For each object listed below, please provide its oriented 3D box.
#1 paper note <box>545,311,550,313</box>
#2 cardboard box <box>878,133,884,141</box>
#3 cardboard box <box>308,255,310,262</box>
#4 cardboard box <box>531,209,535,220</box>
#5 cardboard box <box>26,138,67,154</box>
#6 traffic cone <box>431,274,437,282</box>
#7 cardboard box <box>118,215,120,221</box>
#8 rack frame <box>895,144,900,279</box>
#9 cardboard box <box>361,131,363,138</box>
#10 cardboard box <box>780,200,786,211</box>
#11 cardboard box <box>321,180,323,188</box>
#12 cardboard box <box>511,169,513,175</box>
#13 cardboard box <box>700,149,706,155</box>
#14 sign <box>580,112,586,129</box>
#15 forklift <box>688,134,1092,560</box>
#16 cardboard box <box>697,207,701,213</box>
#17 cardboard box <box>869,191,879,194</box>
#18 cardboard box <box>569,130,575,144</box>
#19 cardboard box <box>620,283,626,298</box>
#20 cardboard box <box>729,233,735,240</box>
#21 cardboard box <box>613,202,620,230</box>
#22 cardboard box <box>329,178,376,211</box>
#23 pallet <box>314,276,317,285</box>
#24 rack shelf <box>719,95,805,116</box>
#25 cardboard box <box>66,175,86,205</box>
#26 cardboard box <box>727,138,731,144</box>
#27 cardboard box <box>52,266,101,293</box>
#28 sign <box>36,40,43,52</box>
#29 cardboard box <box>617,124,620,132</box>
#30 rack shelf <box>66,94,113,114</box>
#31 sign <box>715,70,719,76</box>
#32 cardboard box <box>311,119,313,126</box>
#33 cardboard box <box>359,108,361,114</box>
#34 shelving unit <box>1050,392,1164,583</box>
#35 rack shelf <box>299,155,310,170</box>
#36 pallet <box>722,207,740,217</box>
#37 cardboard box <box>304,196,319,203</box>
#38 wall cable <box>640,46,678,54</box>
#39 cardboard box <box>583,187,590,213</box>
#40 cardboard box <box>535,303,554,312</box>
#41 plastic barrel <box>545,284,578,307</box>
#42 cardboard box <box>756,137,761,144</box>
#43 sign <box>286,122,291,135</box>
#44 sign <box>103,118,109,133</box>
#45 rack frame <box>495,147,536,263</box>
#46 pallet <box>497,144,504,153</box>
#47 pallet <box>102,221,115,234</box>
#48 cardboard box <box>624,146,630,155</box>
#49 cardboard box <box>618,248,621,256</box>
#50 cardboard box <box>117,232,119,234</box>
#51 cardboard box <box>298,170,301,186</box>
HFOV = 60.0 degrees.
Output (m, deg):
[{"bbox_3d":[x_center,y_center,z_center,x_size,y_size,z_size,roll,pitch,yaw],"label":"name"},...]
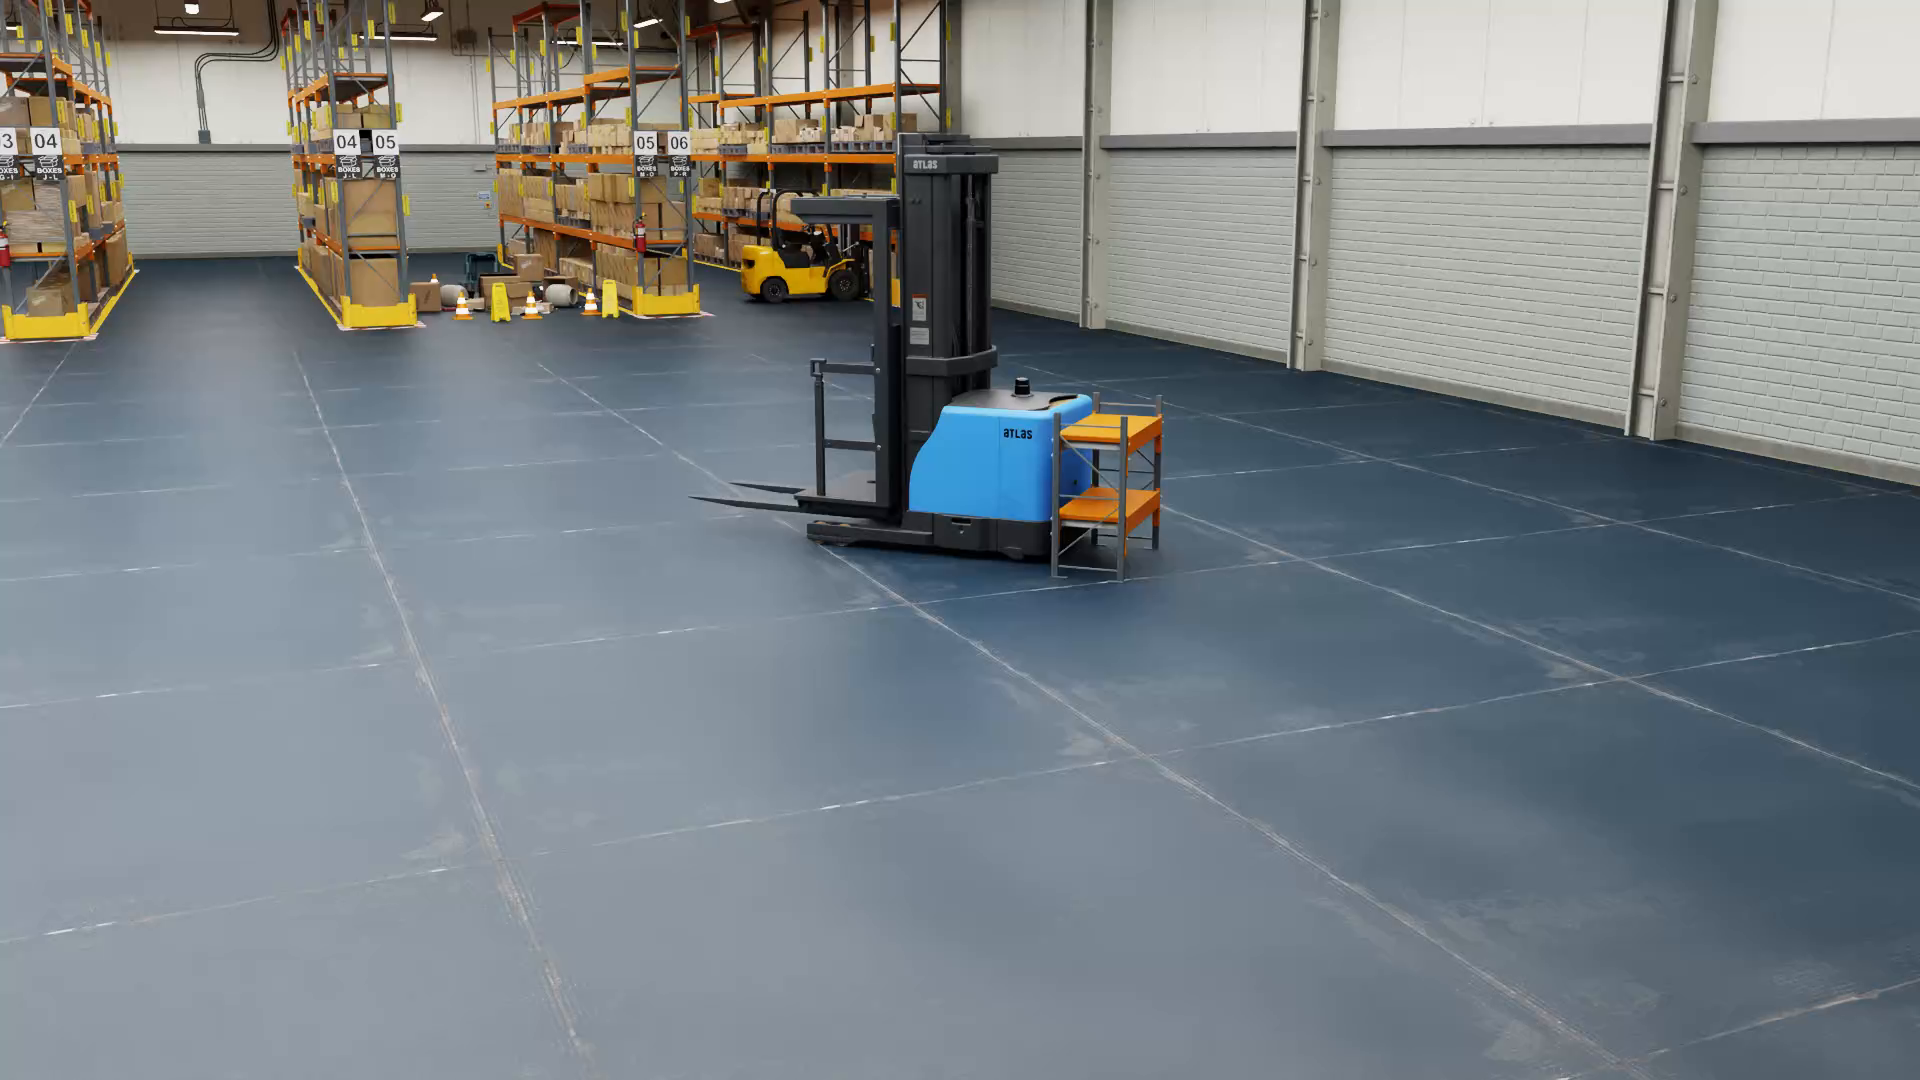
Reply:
[{"bbox_3d":[-7.487,-4.127,30.134,0.148,0.019,0.142,-12,18,-42],"label":"paper note"},{"bbox_3d":[-1.348,-7.743,31.925,0.380,0.149,0.250,-6,14,-25],"label":"cardboard box"},{"bbox_3d":[-15.004,-6.566,38.820,0.380,0.149,0.250,-5,14,-22],"label":"cardboard box"},{"bbox_3d":[-9.757,-7.635,39.040,0.500,0.250,0.500,-6,14,-23],"label":"cardboard box"},{"bbox_3d":[-14.320,-6.174,26.074,0.500,0.250,0.500,-5,14,-21],"label":"cardboard box"},{"bbox_3d":[-10.535,-5.094,33.353,0.336,0.463,0.334,-6,14,-23],"label":"traffic cone"},{"bbox_3d":[-19.505,-7.379,38.155,0.380,0.149,0.250,-5,14,-22],"label":"cardboard box"},{"bbox_3d":[-0.738,-6.007,31.672,1.000,3.000,0.127,-6,14,-23],"label":"rack frame"},{"bbox_3d":[-10.431,-7.199,29.575,0.380,0.149,0.250,-6,14,-23],"label":"cardboard box"},{"bbox_3d":[-3.789,-7.613,37.835,0.500,0.250,0.500,-5,14,-21],"label":"cardboard box"},{"bbox_3d":[-12.609,-7.081,33.872,0.700,0.500,0.500,-6,14,-24],"label":"cardboard box"},{"bbox_3d":[-11.072,-9.243,41.777,0.380,0.149,0.250,-6,14,-23],"label":"cardboard box"},{"bbox_3d":[-6.603,-10.188,43.643,0.380,0.149,0.250,-5,14,-22],"label":"cardboard box"},{"bbox_3d":[-7.394,-8.239,32.642,0.100,0.325,0.005,-6,14,-23],"label":"sign"},{"bbox_3d":[-0.580,-1.484,12.280,3.031,2.935,1.130,5,14,22],"label":"forklift"},{"bbox_3d":[-6.796,-8.827,44.413,0.380,0.149,0.250,-6,14,-25],"label":"cardboard box"},{"bbox_3d":[-1.569,-6.773,32.663,0.380,0.149,0.250,-5,14,-22],"label":"cardboard box"},{"bbox_3d":[-7.852,-8.410,35.173,0.797,0.503,0.637,-6,14,-23],"label":"cardboard box"},{"bbox_3d":[-6.055,-4.673,31.077,0.500,0.250,0.500,-6,14,-23],"label":"cardboard box"},{"bbox_3d":[-5.645,-7.691,42.122,0.380,0.149,0.250,-5,14,-20],"label":"cardboard box"},{"bbox_3d":[-6.148,-6.046,30.961,0.500,0.500,0.500,-6,14,-23],"label":"cardboard box"},{"bbox_3d":[-10.629,-6.100,29.348,0.875,0.550,0.500,-6,14,-23],"label":"cardboard box"},{"bbox_3d":[-13.780,-5.798,36.951,1.003,0.211,1.213,-6,14,-23],"label":"pallet"},{"bbox_3d":[-4.743,-10.451,40.049,1.077,0.370,4.000,-6,14,-23],"label":"rack shelf"},{"bbox_3d":[-15.333,-5.999,28.537,0.500,0.500,0.500,-6,14,-23],"label":"cardboard box"},{"bbox_3d":[-5.503,-9.821,40.902,0.380,0.149,0.250,-5,14,-22],"label":"cardboard box"},{"bbox_3d":[-16.815,-4.946,31.654,0.700,0.500,0.500,-4,14,-18],"label":"cardboard box"},{"bbox_3d":[-19.690,-10.552,35.582,0.100,0.325,0.005,-6,14,-23],"label":"sign"},{"bbox_3d":[-6.104,-7.601,30.696,0.380,0.149,0.250,-6,14,-25],"label":"cardboard box"},{"bbox_3d":[-19.972,-9.933,37.811,1.077,0.370,4.000,-6,14,-23],"label":"rack shelf"},{"bbox_3d":[-6.630,-12.814,45.354,0.100,0.325,0.005,-6,14,-23],"label":"sign"},{"bbox_3d":[-13.384,-8.686,34.675,0.396,0.266,0.258,-6,14,-23],"label":"cardboard box"},{"bbox_3d":[-10.438,-7.590,29.493,0.380,0.149,0.250,-6,14,-24],"label":"cardboard box"},{"bbox_3d":[1.031,-0.388,11.551,0.538,1.125,1.048,5,14,19],"label":"shelving unit"},{"bbox_3d":[-13.785,-8.267,36.379,1.077,0.370,4.000,-6,14,-23],"label":"rack shelf"},{"bbox_3d":[-5.324,-8.218,41.650,1.003,0.211,1.213,-6,14,-23],"label":"pallet"},{"bbox_3d":[-13.600,-7.175,35.024,0.380,0.149,0.250,-6,14,-25],"label":"cardboard box"},{"bbox_3d":[-8.235,-16.227,50.189,2.988,3.039,0.133,-6,14,-23],"label":"wall cable"},{"bbox_3d":[-7.282,-6.857,33.533,0.500,0.500,0.500,-6,14,-24],"label":"cardboard box"},{"bbox_3d":[-7.660,-4.257,30.434,0.380,0.149,0.250,1,13,6],"label":"cardboard box"},{"bbox_3d":[-7.499,-4.593,31.275,0.512,0.421,0.421,4,14,16],"label":"plastic barrel"},{"bbox_3d":[-4.612,-9.453,39.358,0.380,0.149,0.250,-6,14,-23],"label":"cardboard box"},{"bbox_3d":[-16.686,-10.234,41.344,0.100,0.325,0.005,-6,14,-23],"label":"sign"},{"bbox_3d":[-18.678,-9.060,36.365,0.100,0.325,0.005,-6,14,-23],"label":"sign"},{"bbox_3d":[-11.693,-8.864,44.015,1.000,3.000,0.127,-6,14,-23],"label":"rack frame"},{"bbox_3d":[-11.387,-10.129,43.028,1.003,0.211,1.213,-6,14,-23],"label":"pallet"},{"bbox_3d":[-17.186,-6.085,32.433,1.213,0.211,1.003,-6,14,-23],"label":"pallet"},{"bbox_3d":[-5.813,-6.994,29.841,0.380,0.149,0.250,-6,14,-23],"label":"cardboard box"},{"bbox_3d":[-6.150,-5.368,30.977,0.380,0.149,0.250,-5,14,-22],"label":"cardboard box"},{"bbox_3d":[-19.362,-6.455,37.389,0.875,0.875,0.875,-6,14,-23],"label":"cardboard box"},{"bbox_3d":[-15.234,-8.429,39.038,0.500,0.500,0.500,-6,14,-25],"label":"cardboard box"}]
